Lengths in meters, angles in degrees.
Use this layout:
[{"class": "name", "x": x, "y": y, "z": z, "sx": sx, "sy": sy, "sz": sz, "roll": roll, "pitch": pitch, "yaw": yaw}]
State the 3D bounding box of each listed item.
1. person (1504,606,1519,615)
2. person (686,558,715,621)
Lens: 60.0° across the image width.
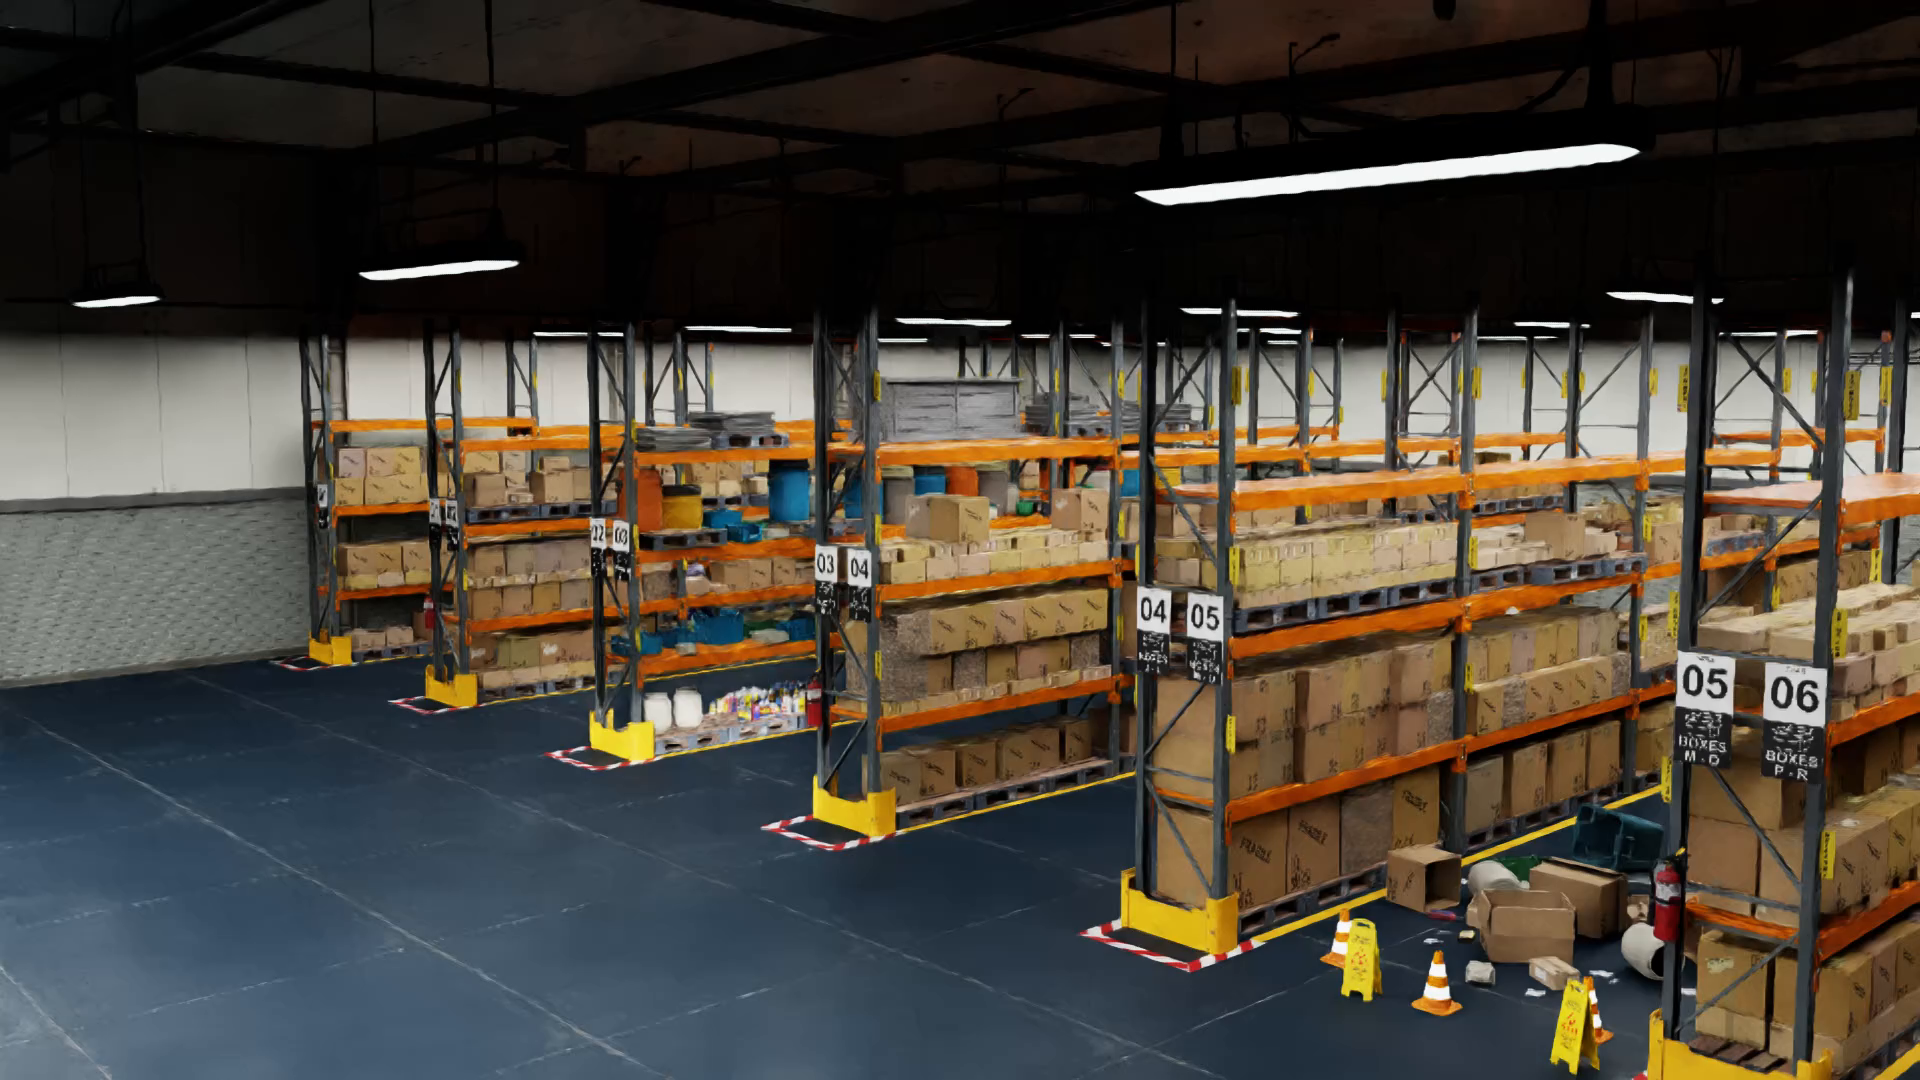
[{"class": "person", "x": 8.175, "y": 1.829, "z": 24.557, "sx": 0.552, "sy": 1.742, "sz": 0.677, "roll": -6, "pitch": 8, "yaw": -44}, {"class": "person", "x": -5.317, "y": 1.000, "z": 33.405, "sx": 1.090, "sy": 1.567, "sz": 0.479, "roll": -5, "pitch": 8, "yaw": -40}]
